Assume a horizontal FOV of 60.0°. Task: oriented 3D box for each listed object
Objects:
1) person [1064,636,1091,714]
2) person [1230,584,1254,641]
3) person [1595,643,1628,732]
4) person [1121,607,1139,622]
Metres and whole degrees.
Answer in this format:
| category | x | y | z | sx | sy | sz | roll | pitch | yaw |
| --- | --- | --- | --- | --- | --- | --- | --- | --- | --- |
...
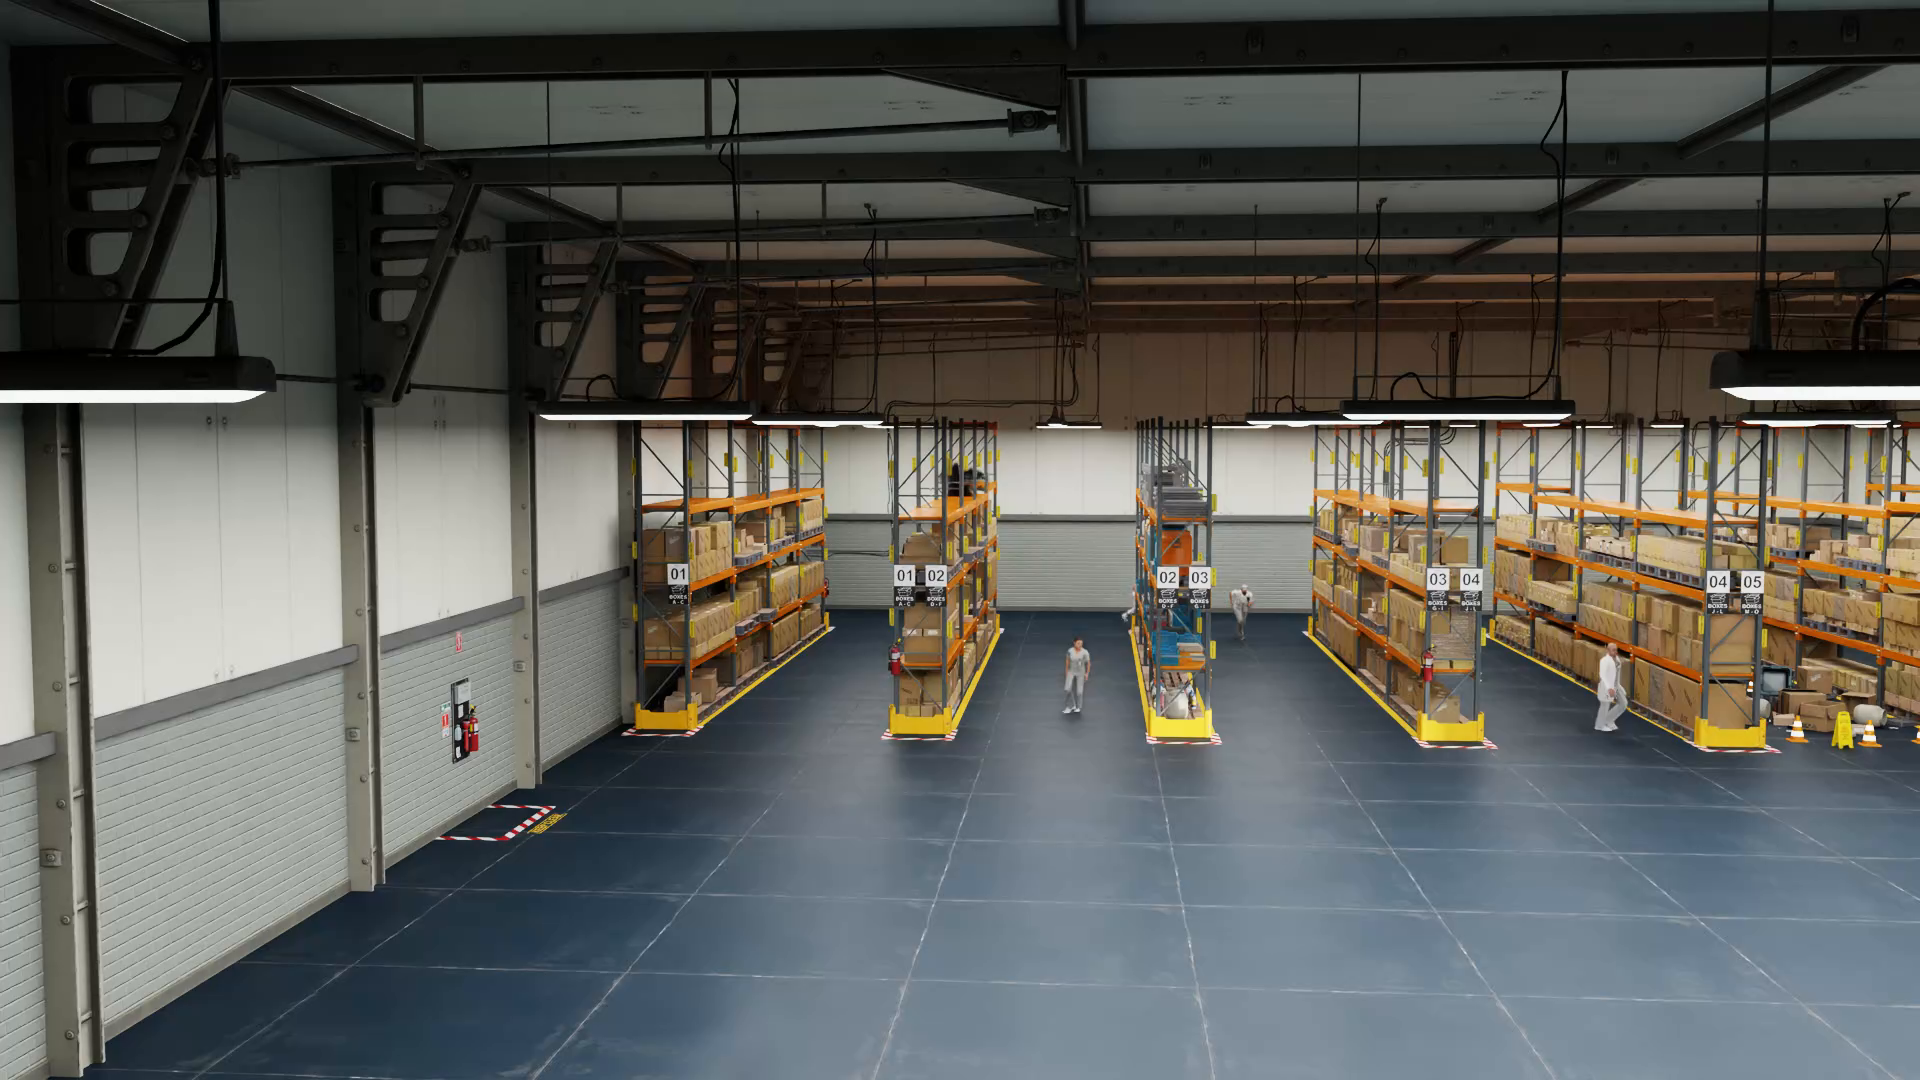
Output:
| category | x | y | z | sx | sy | sz | roll | pitch | yaw |
| --- | --- | --- | --- | --- | --- | --- | --- | --- | --- |
| person | 2.381 | 2.717 | 33.618 | 0.554 | 1.607 | 0.709 | 1 | 4 | 10 |
| person | 7.719 | 1.995 | 45.661 | 0.647 | 1.619 | 1.004 | 0 | 4 | -2 |
| person | 12.302 | 2.853 | 31.543 | 0.700 | 1.620 | 0.687 | -2 | 4 | -32 |
| person | 5.342 | 1.724 | 49.180 | 1.193 | 1.569 | 0.657 | 3 | 5 | 34 |
